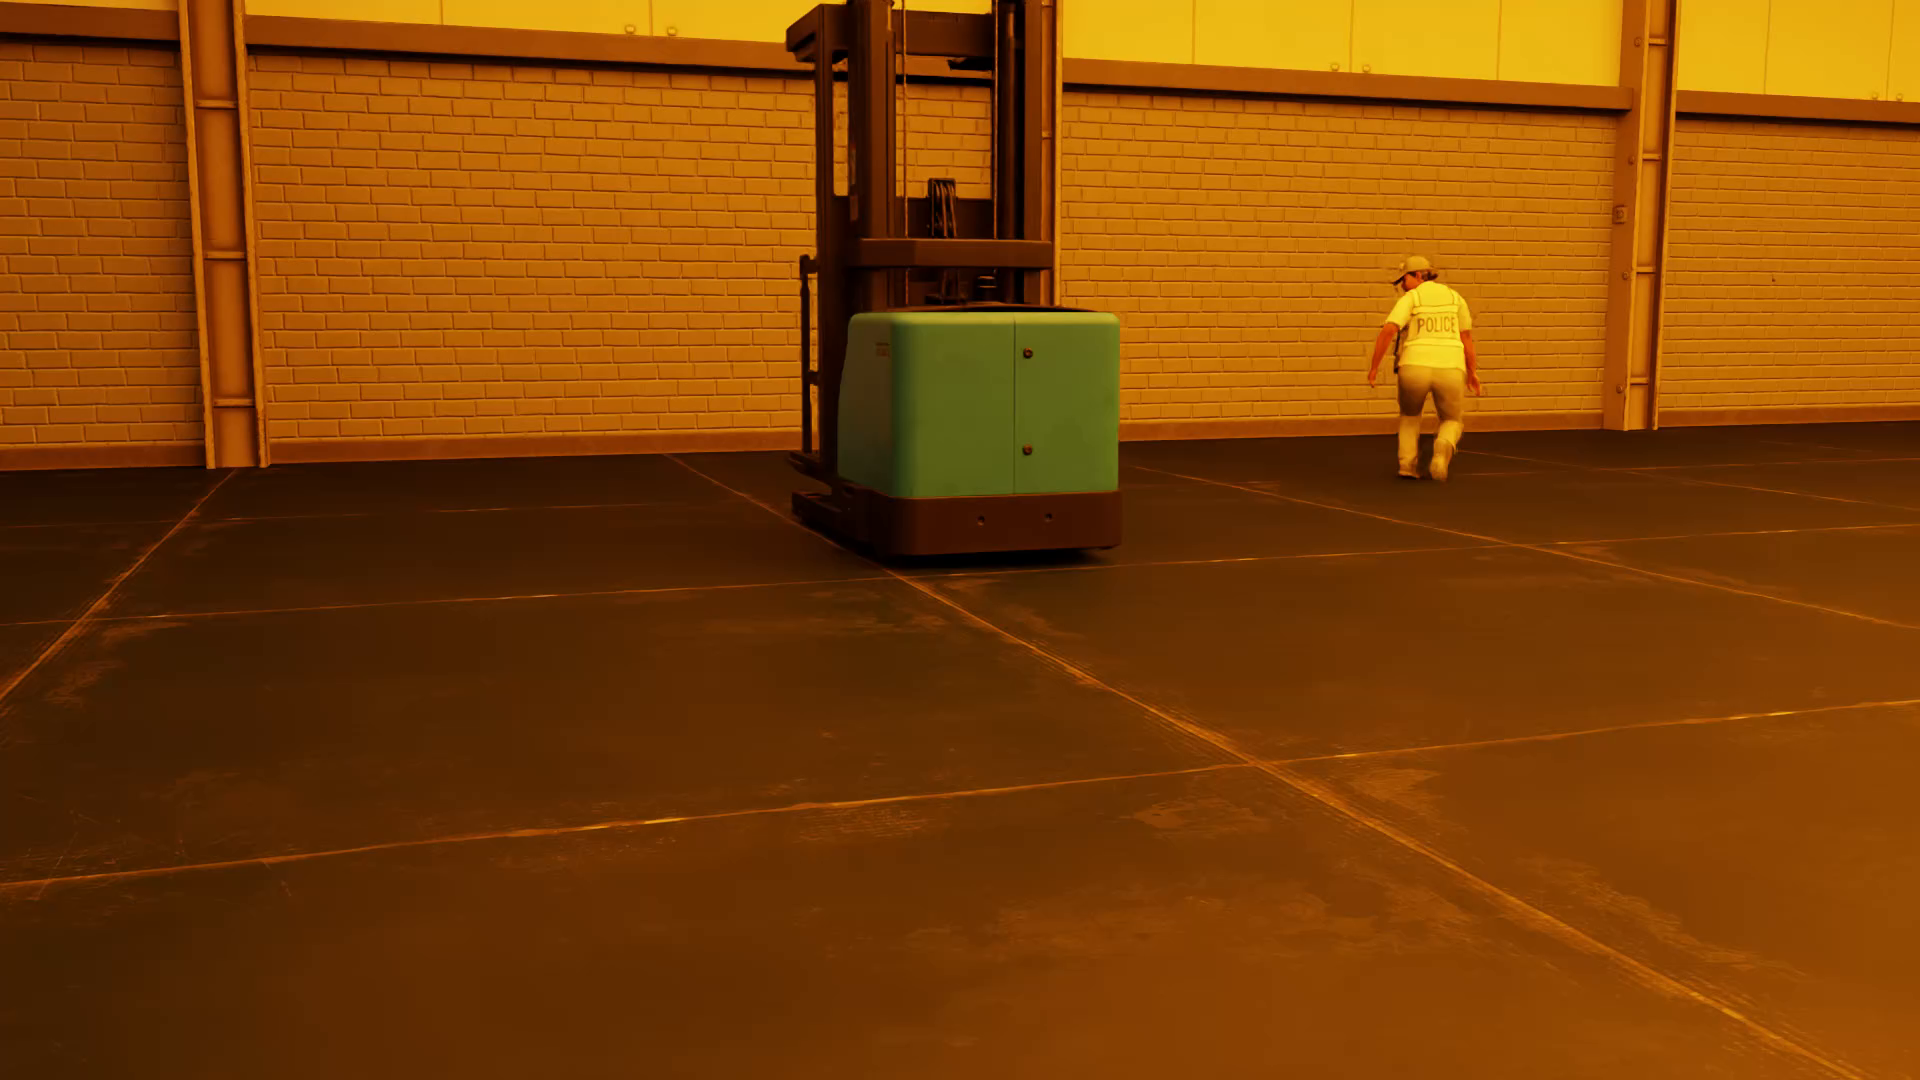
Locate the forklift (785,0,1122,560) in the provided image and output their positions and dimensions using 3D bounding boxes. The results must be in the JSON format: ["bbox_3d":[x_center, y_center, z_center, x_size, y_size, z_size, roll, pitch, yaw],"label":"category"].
[{"bbox_3d":[-0.234,-1.528,8.287,1.130,2.935,3.031,-2,8,-18],"label":"forklift"}]

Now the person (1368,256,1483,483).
[{"bbox_3d":[3.041,-1.109,10.784,0.757,1.456,0.621,1,8,6],"label":"person"}]
